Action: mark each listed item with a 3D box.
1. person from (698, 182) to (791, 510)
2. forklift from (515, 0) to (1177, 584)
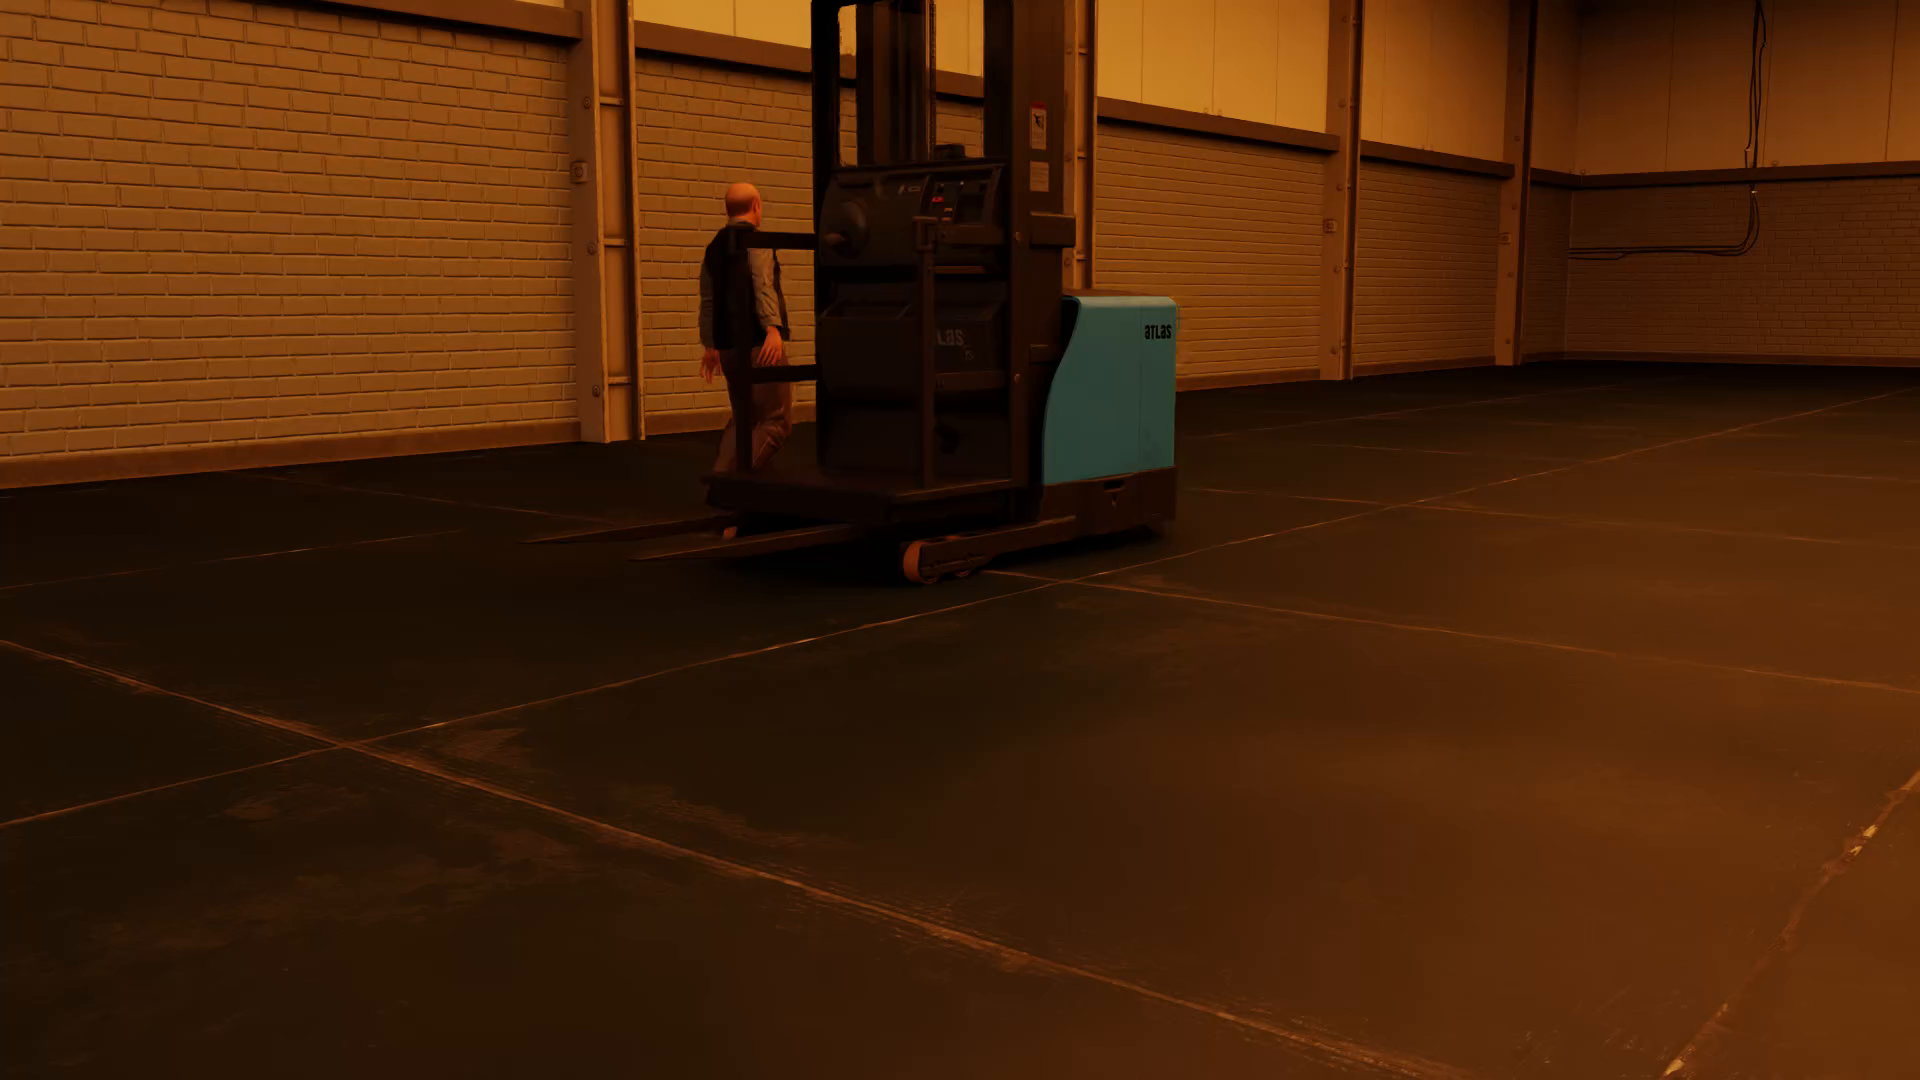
[{"bbox_3d":[-1.097,-0.961,8.400,0.485,1.678,0.853,-6,10,-33],"label":"person"},{"bbox_3d":[-0.341,-1.364,6.601,1.130,2.935,3.031,7,11,39],"label":"forklift"}]
